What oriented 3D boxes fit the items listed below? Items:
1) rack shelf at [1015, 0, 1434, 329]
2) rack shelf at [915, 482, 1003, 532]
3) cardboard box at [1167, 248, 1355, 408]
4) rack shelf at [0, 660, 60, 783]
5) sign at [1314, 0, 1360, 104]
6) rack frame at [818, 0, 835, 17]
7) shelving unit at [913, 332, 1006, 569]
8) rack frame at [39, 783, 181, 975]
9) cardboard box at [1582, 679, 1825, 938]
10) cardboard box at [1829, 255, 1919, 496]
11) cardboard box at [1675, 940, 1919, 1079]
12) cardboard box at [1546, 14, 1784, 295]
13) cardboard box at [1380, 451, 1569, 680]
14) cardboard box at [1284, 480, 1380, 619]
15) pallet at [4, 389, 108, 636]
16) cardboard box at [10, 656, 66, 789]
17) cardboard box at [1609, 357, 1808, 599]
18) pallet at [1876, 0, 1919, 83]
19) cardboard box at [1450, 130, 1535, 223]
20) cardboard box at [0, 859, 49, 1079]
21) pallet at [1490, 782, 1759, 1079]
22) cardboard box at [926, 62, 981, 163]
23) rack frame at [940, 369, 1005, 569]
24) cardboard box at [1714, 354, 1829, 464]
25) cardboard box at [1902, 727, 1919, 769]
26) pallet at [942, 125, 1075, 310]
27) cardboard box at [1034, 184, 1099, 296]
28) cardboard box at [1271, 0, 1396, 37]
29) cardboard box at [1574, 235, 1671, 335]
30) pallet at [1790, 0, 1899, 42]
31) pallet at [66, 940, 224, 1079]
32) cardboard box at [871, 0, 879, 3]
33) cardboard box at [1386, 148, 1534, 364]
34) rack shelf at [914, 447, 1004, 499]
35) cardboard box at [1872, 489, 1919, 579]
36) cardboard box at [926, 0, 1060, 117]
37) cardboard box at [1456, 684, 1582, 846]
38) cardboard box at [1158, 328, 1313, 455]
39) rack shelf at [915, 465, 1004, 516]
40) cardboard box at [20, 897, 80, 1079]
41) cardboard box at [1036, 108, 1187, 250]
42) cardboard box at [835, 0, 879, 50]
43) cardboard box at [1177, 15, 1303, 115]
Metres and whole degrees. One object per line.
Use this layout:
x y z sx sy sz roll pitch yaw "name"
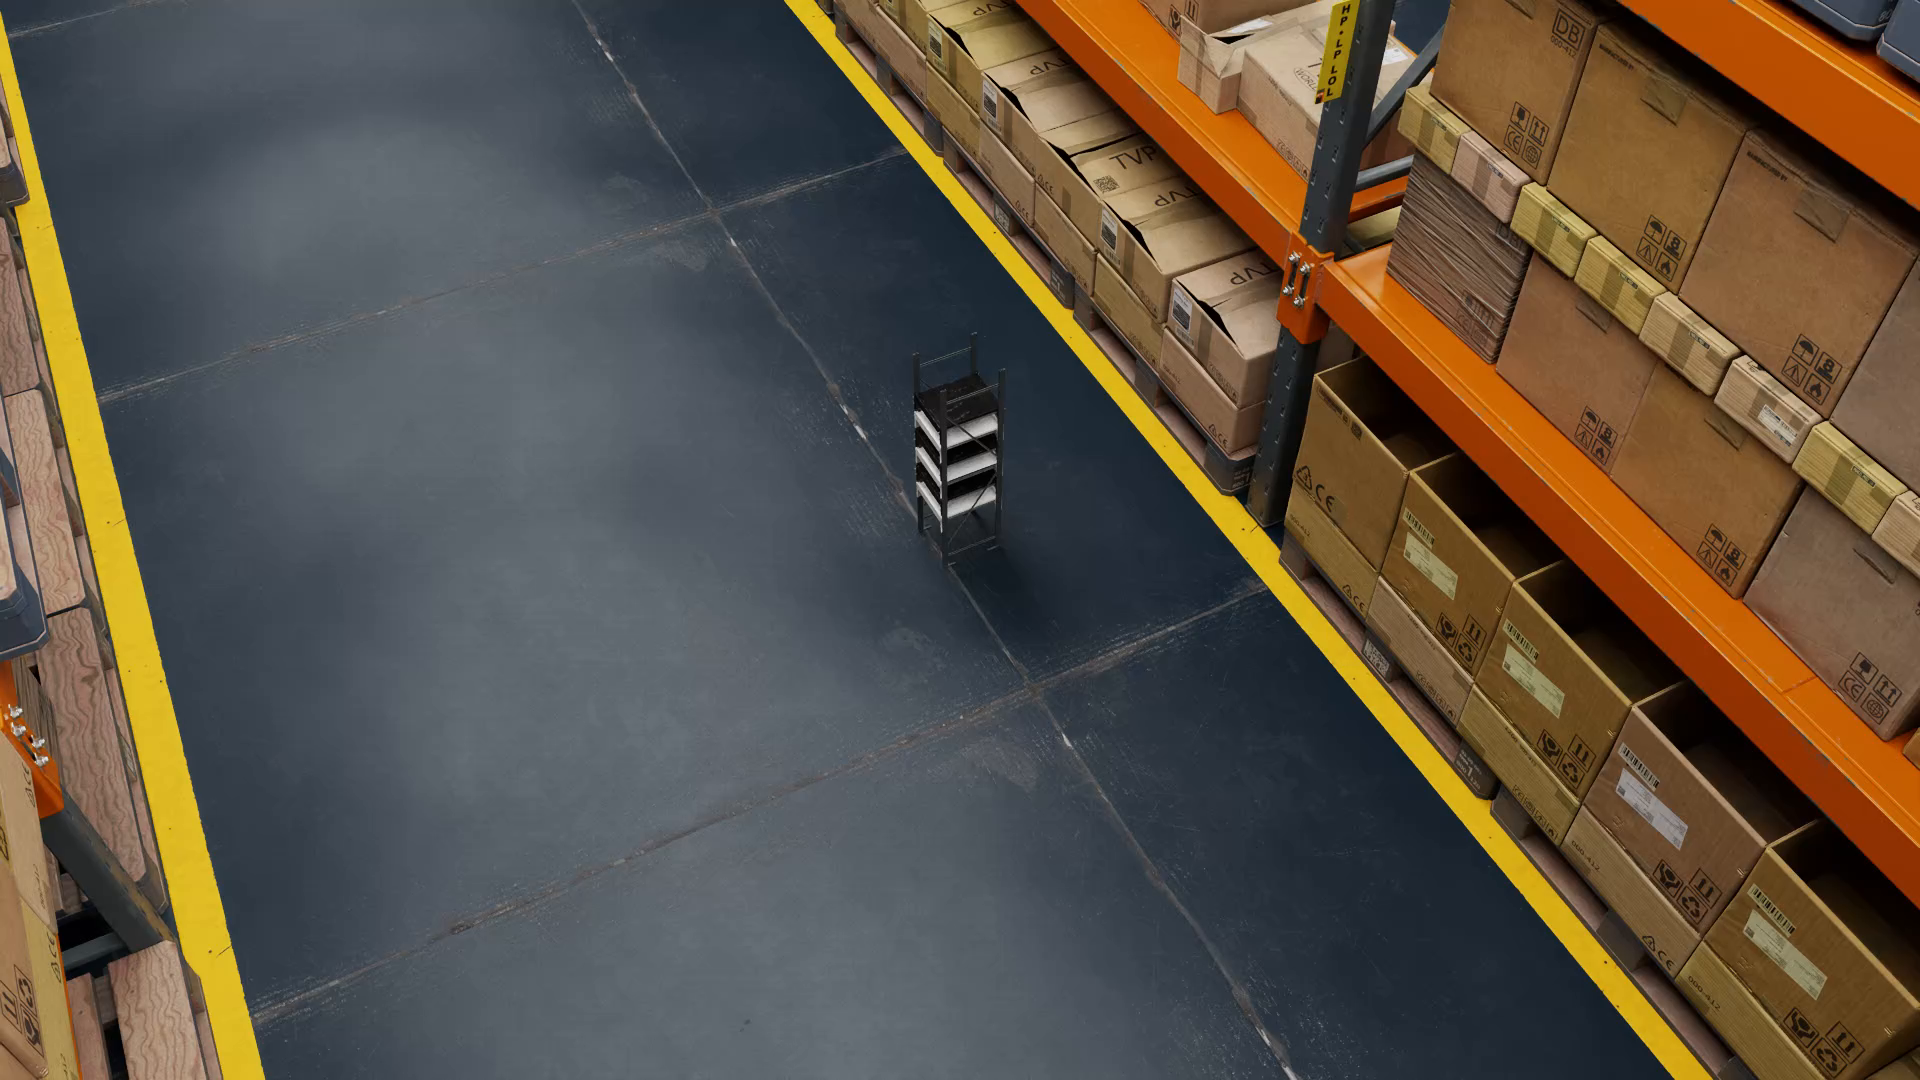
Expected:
0.646 -2.340 6.782 1.077 0.370 4.000 -21 52 -18 "rack shelf"
-0.004 -0.161 6.077 0.258 0.077 0.200 -21 52 -18 "rack shelf"
1.121 -0.829 6.157 0.500 0.311 0.500 -21 52 -18 "cardboard box"
-3.757 -0.632 5.288 1.077 0.370 4.000 -21 52 -18 "rack shelf"
1.083 -1.400 4.765 0.100 0.325 0.005 -21 52 -18 "sign"
-0.270 -3.916 7.682 1.000 3.000 0.127 -21 52 -18 "rack frame"
-0.004 -0.302 5.916 0.258 0.900 0.210 -21 52 -18 "shelving unit"
-2.842 0.470 3.846 1.000 3.000 0.127 -21 52 -18 "rack frame"
2.183 0.703 4.692 0.500 0.500 0.500 -21 52 -18 "cardboard box"
2.458 -0.396 3.675 0.700 0.500 0.500 -21 52 -17 "cardboard box"
2.413 1.284 4.682 0.500 0.250 0.500 -21 52 -18 "cardboard box"
2.002 -1.066 4.261 0.700 0.500 0.500 -21 52 -18 "cardboard box"
1.730 0.032 5.279 0.500 0.500 0.500 -21 52 -18 "cardboard box"
1.503 -0.057 5.855 0.500 0.250 0.500 -21 52 -18 "cardboard box"
-3.762 0.050 6.066 1.003 0.211 1.213 -21 52 -18 "pallet"
-3.194 0.661 5.047 0.700 0.500 0.500 -20 52 -16 "cardboard box"
2.243 -0.289 4.443 0.700 0.500 0.500 -20 52 -17 "cardboard box"
2.528 -0.820 3.040 1.003 0.211 1.213 -21 52 -18 "pallet"
1.627 -1.071 4.696 0.380 0.149 0.250 -20 52 -17 "cardboard box"
-2.117 0.808 3.139 0.500 0.500 0.500 -21 52 -18 "cardboard box"
2.450 1.044 5.197 1.003 0.211 1.213 -21 52 -18 "pallet"
0.183 -2.015 7.567 0.500 0.250 0.500 -22 53 -18 "cardboard box"
0.043 -0.234 5.857 0.240 0.900 0.006 -21 52 -18 "rack frame"
2.105 -0.377 4.090 0.380 0.149 0.250 -23 53 -19 "cardboard box"
2.722 0.405 3.837 0.700 0.500 0.500 -21 52 -17 "cardboard box"
0.627 -1.618 7.525 1.003 0.211 1.213 -21 52 -18 "pallet"
0.649 -1.331 6.969 0.500 0.250 0.500 -20 52 -17 "cardboard box"
1.337 -1.819 6.015 0.380 0.149 0.250 -21 52 -18 "cardboard box"
1.867 -0.723 4.393 0.380 0.149 0.250 -22 52 -18 "cardboard box"
1.974 -1.635 3.753 1.003 0.211 1.213 -21 52 -18 "pallet"
-2.503 1.825 4.513 1.003 0.211 1.213 -21 52 -18 "pallet"
-0.291 -2.882 7.953 0.500 0.311 0.500 -20 52 -16 "cardboard box"
1.769 -0.977 5.045 0.700 0.500 0.500 -22 53 -18 "cardboard box"
-0.004 -0.280 5.941 0.258 0.077 0.200 -21 52 -18 "rack shelf"
2.335 -0.035 3.791 0.380 0.149 0.250 -22 52 -18 "cardboard box"
0.188 -2.191 7.349 0.500 0.311 0.500 -22 53 -18 "cardboard box"
1.952 0.616 5.266 0.500 0.250 0.500 -21 52 -18 "cardboard box"
1.113 -0.649 6.373 0.500 0.250 0.500 -22 52 -18 "cardboard box"
-0.004 -0.221 6.009 0.258 0.077 0.200 -21 52 -18 "rack shelf"
-2.135 1.062 3.415 0.500 0.250 0.500 -21 52 -17 "cardboard box"
0.651 -1.509 6.753 0.500 0.311 0.500 -21 52 -18 "cardboard box"
-0.291 -2.697 8.164 0.500 0.250 0.500 -21 52 -18 "cardboard box"
0.995 -1.720 5.850 0.396 0.266 0.258 -22 52 -18 "cardboard box"
